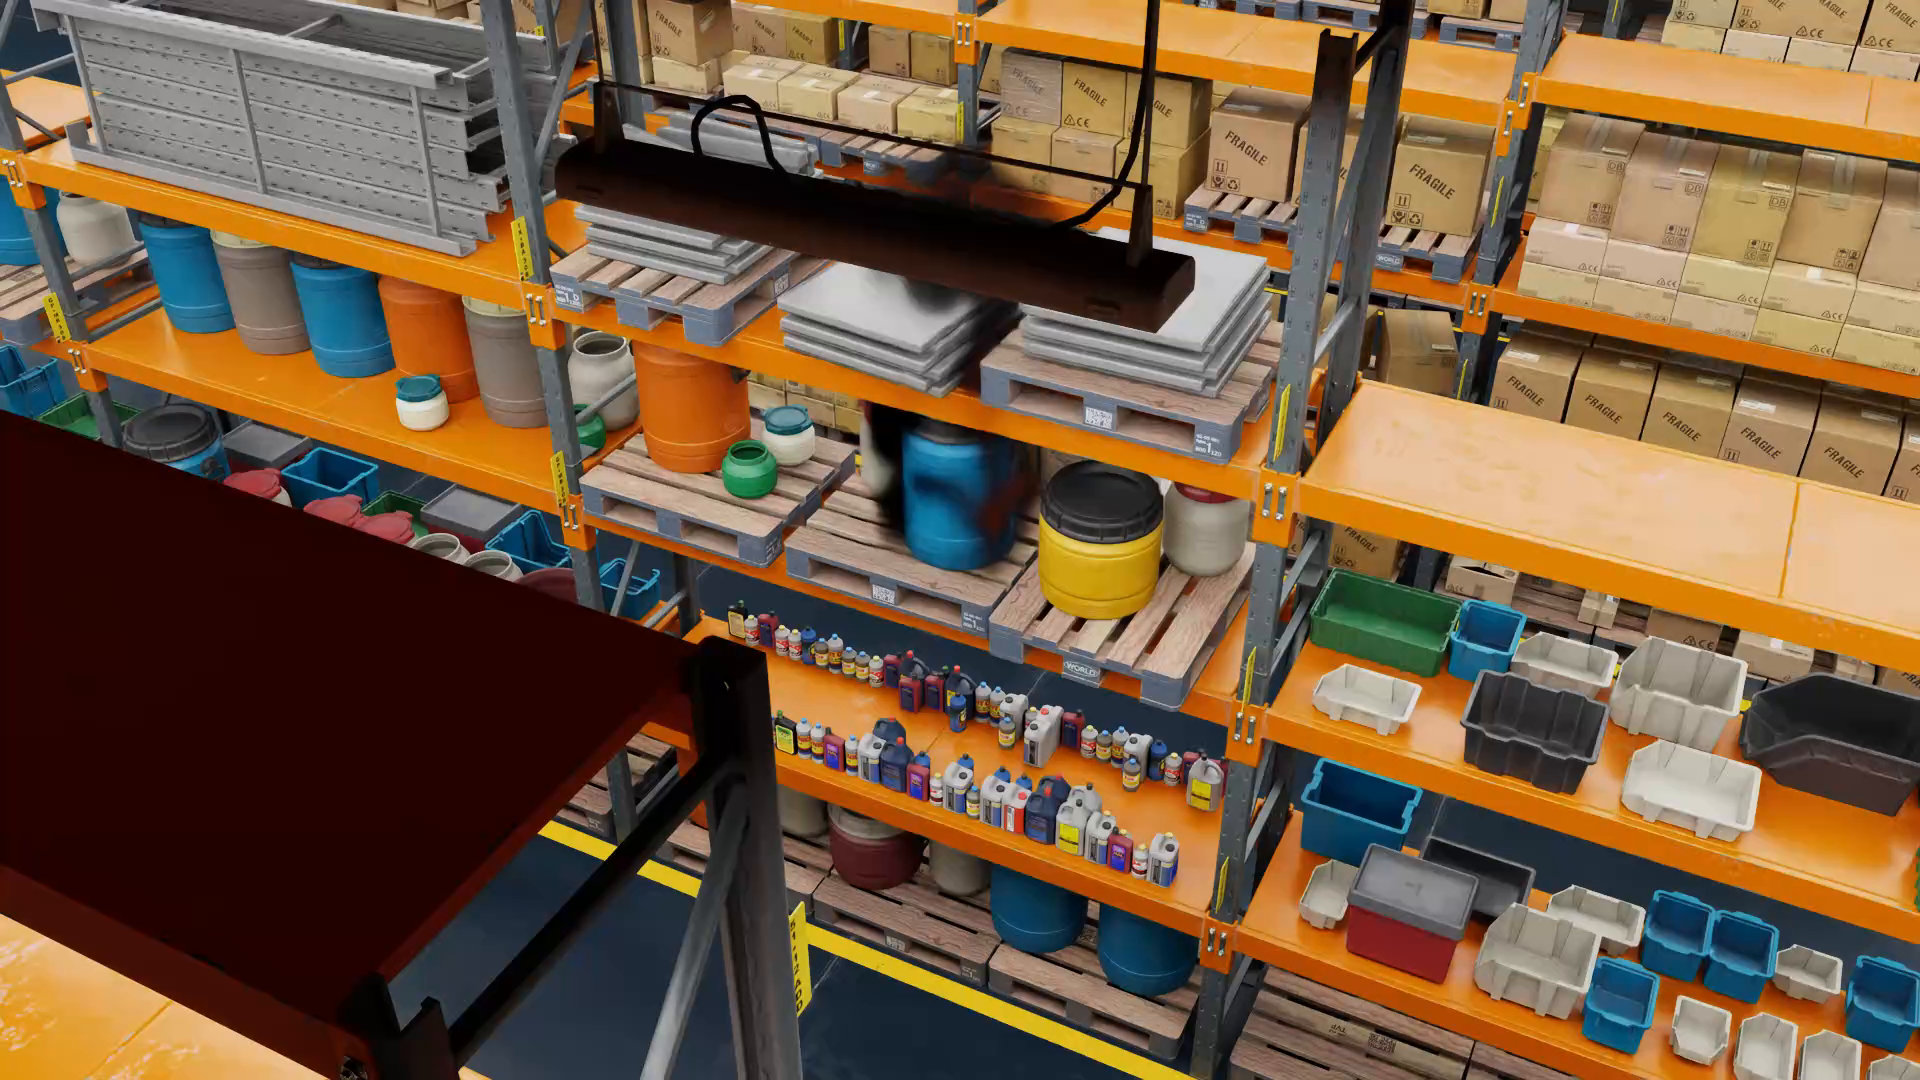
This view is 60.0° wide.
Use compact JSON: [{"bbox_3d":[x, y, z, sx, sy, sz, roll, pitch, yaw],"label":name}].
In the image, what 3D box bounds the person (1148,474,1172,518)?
[{"bbox_3d":[1.427,-0.240,12.246,0.755,1.703,0.634,0,35,0],"label":"person"}]
